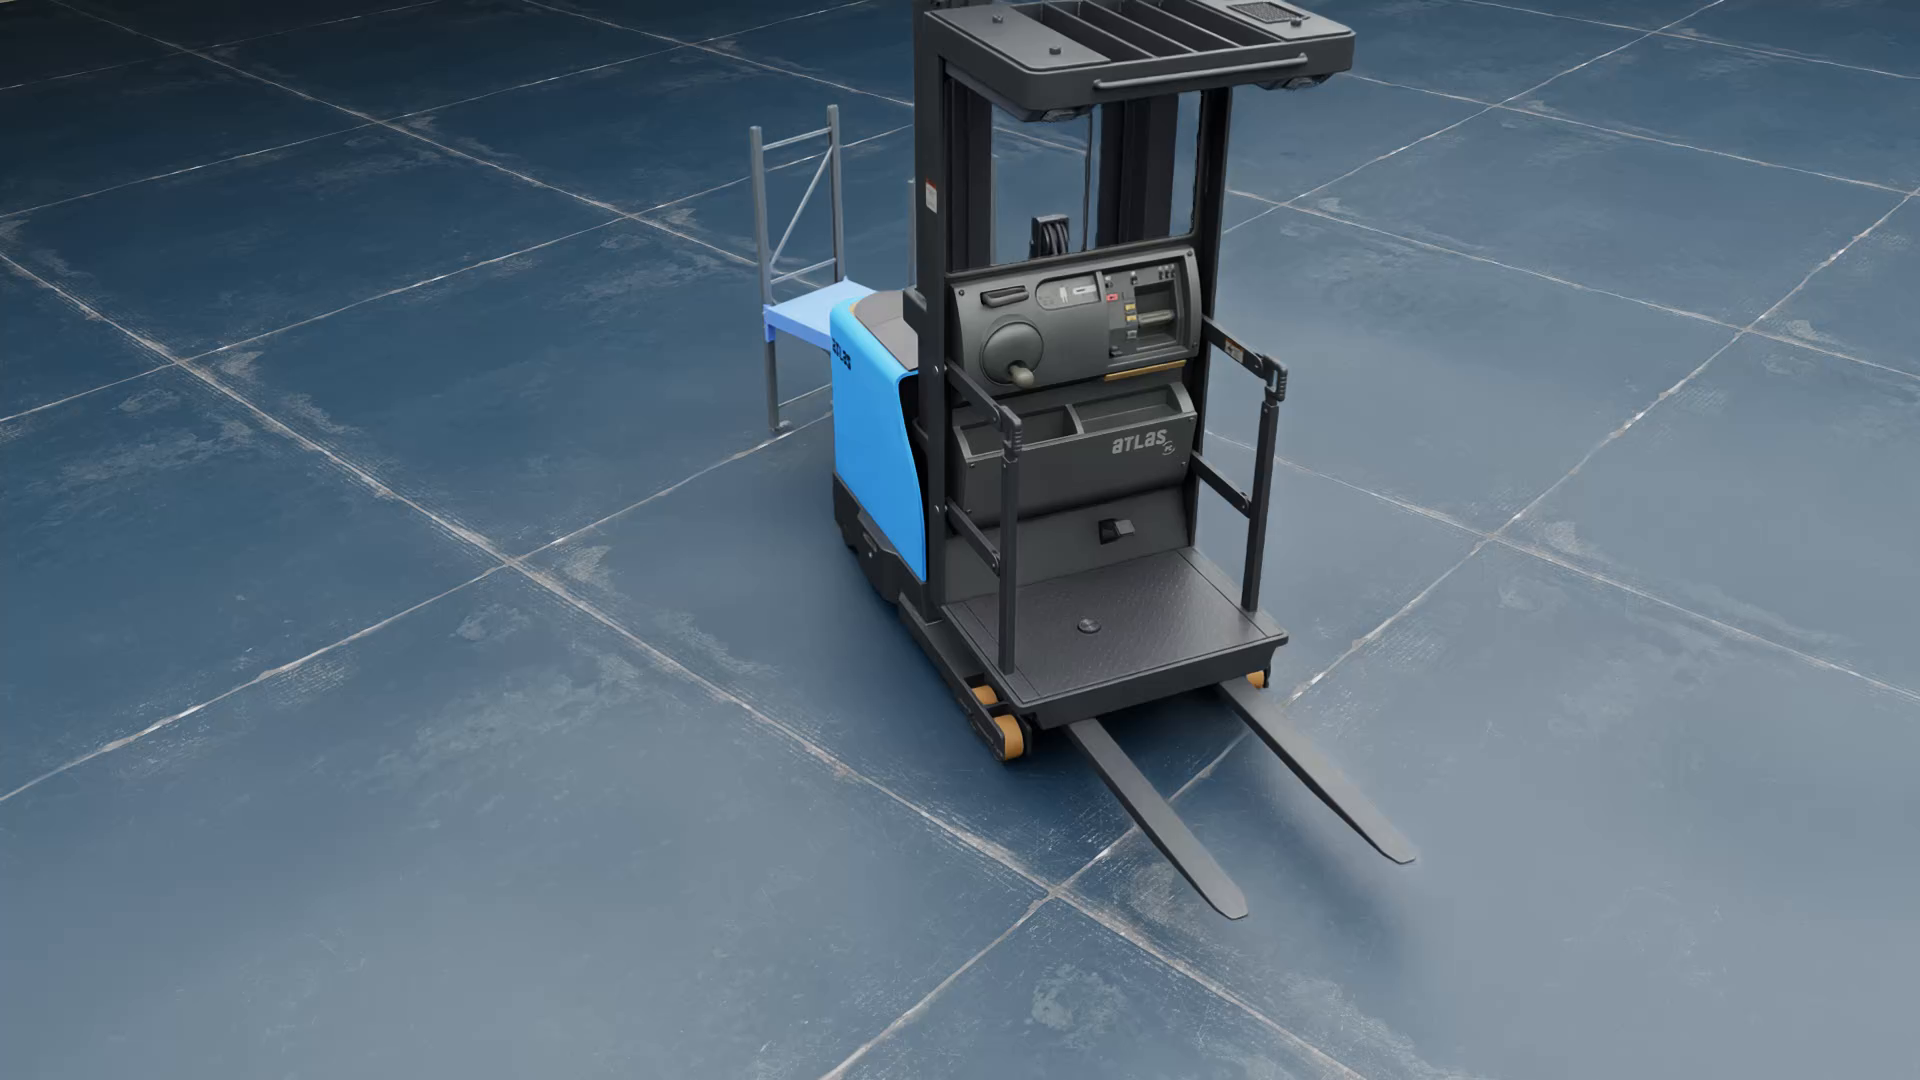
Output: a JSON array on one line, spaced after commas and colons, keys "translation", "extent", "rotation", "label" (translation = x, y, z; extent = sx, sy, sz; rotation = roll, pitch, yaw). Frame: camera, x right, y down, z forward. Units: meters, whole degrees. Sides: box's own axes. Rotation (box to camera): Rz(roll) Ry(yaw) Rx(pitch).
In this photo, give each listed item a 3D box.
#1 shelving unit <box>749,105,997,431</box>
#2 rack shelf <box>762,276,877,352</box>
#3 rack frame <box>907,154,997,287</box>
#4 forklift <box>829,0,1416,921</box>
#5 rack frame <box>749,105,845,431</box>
[{"translation": [-0.388, -1.089, 7.604], "extent": [1.048, 1.500, 0.538], "rotation": [27, 40, 37], "label": "shelving unit"}, {"translation": [-0.388, -0.935, 7.697], "extent": [1.000, 0.185, 0.538], "rotation": [27, 40, 37], "label": "rack shelf"}, {"translation": [-0.028, -0.904, 7.297], "extent": [0.032, 1.500, 0.500], "rotation": [27, 40, 37], "label": "rack frame"}, {"translation": [0.506, -0.720, 5.603], "extent": [1.130, 2.935, 3.031], "rotation": [-13, 33, -20], "label": "forklift"}, {"translation": [-0.749, -1.274, 7.911], "extent": [0.032, 1.500, 0.500], "rotation": [27, 40, 37], "label": "rack frame"}]
